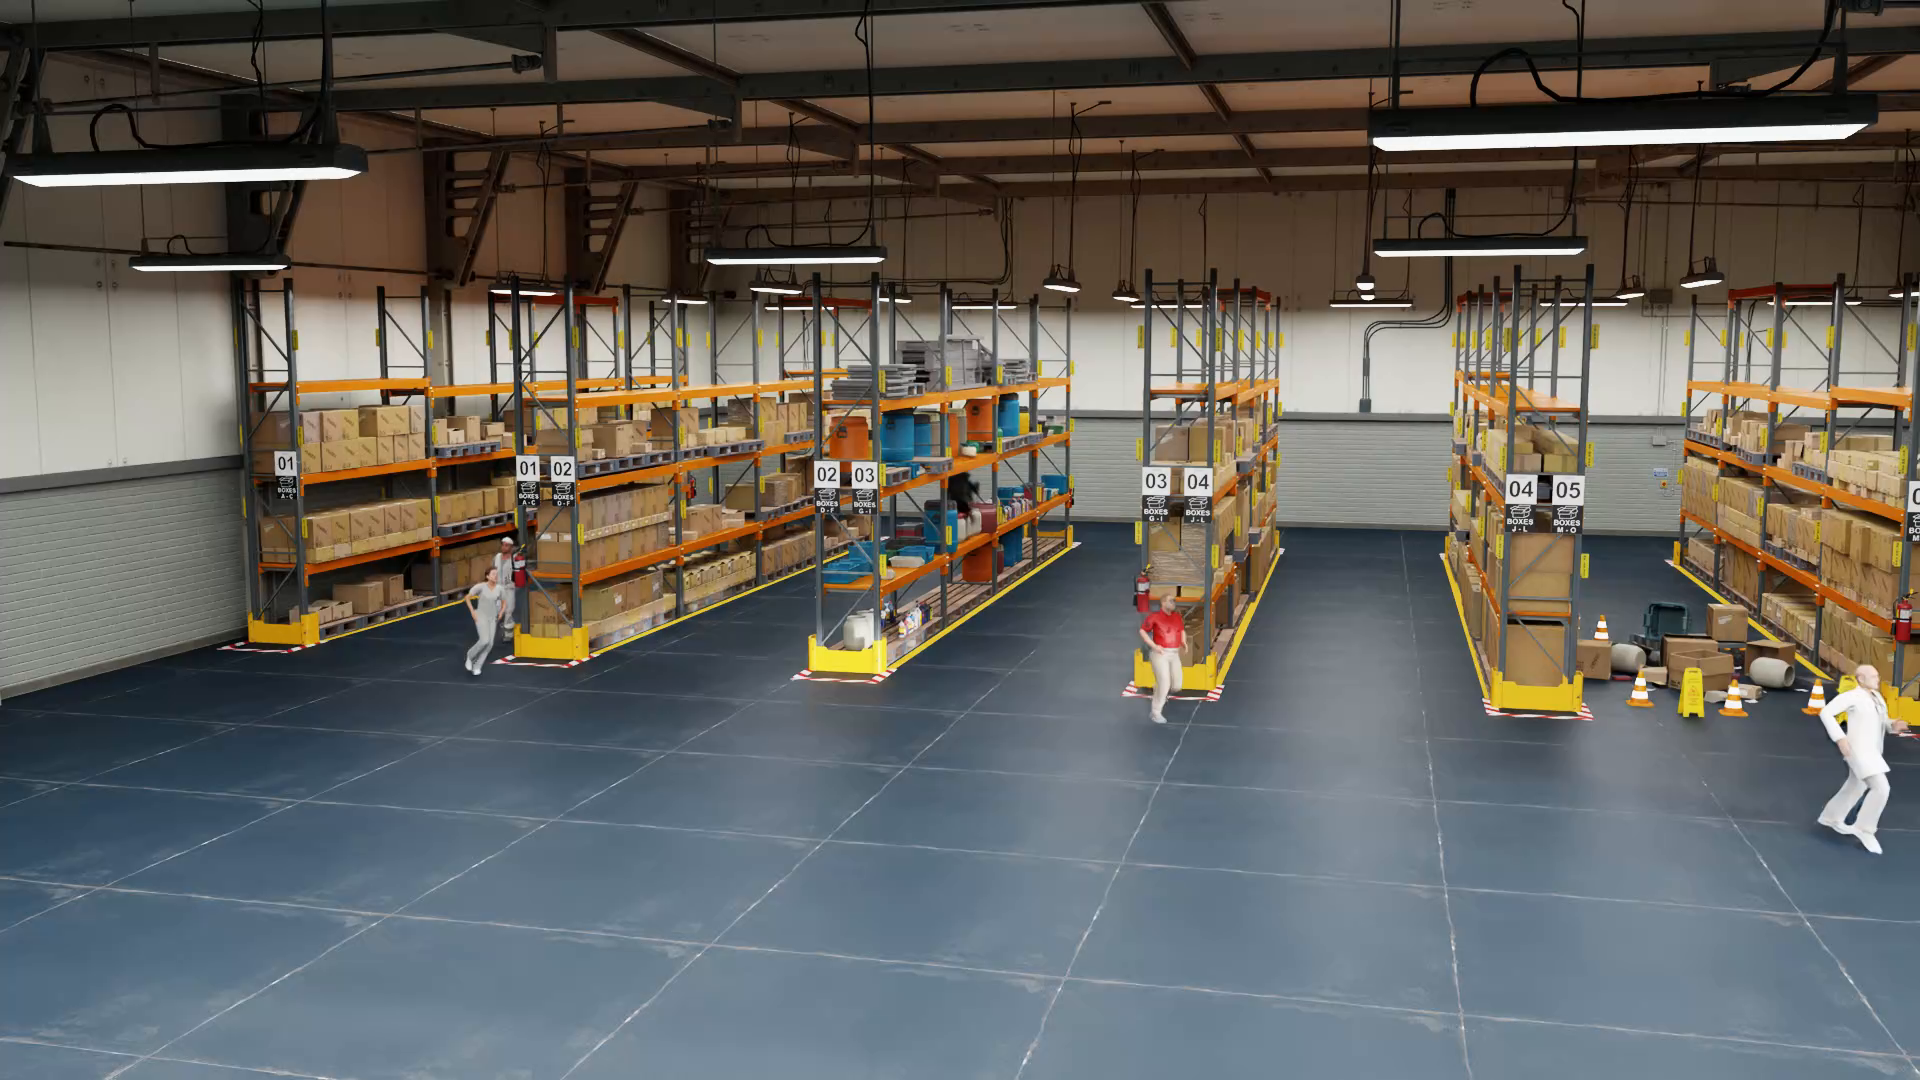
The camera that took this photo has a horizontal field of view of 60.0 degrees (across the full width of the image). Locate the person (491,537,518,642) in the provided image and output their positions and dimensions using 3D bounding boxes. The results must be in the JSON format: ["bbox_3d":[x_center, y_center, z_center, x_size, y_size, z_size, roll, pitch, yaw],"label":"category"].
[{"bbox_3d":[-7.563,0.827,27.597,0.646,1.733,0.568,1,7,7],"label":"person"}]

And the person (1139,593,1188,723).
[{"bbox_3d":[2.732,1.547,22.156,0.703,1.687,0.605,-4,8,-30],"label":"person"}]

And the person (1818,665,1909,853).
[{"bbox_3d":[8.966,2.152,16.524,0.668,1.842,0.825,-5,9,-38],"label":"person"}]

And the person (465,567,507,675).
[{"bbox_3d":[-7.106,1.206,25.040,0.617,1.613,0.527,-6,9,-43],"label":"person"}]
